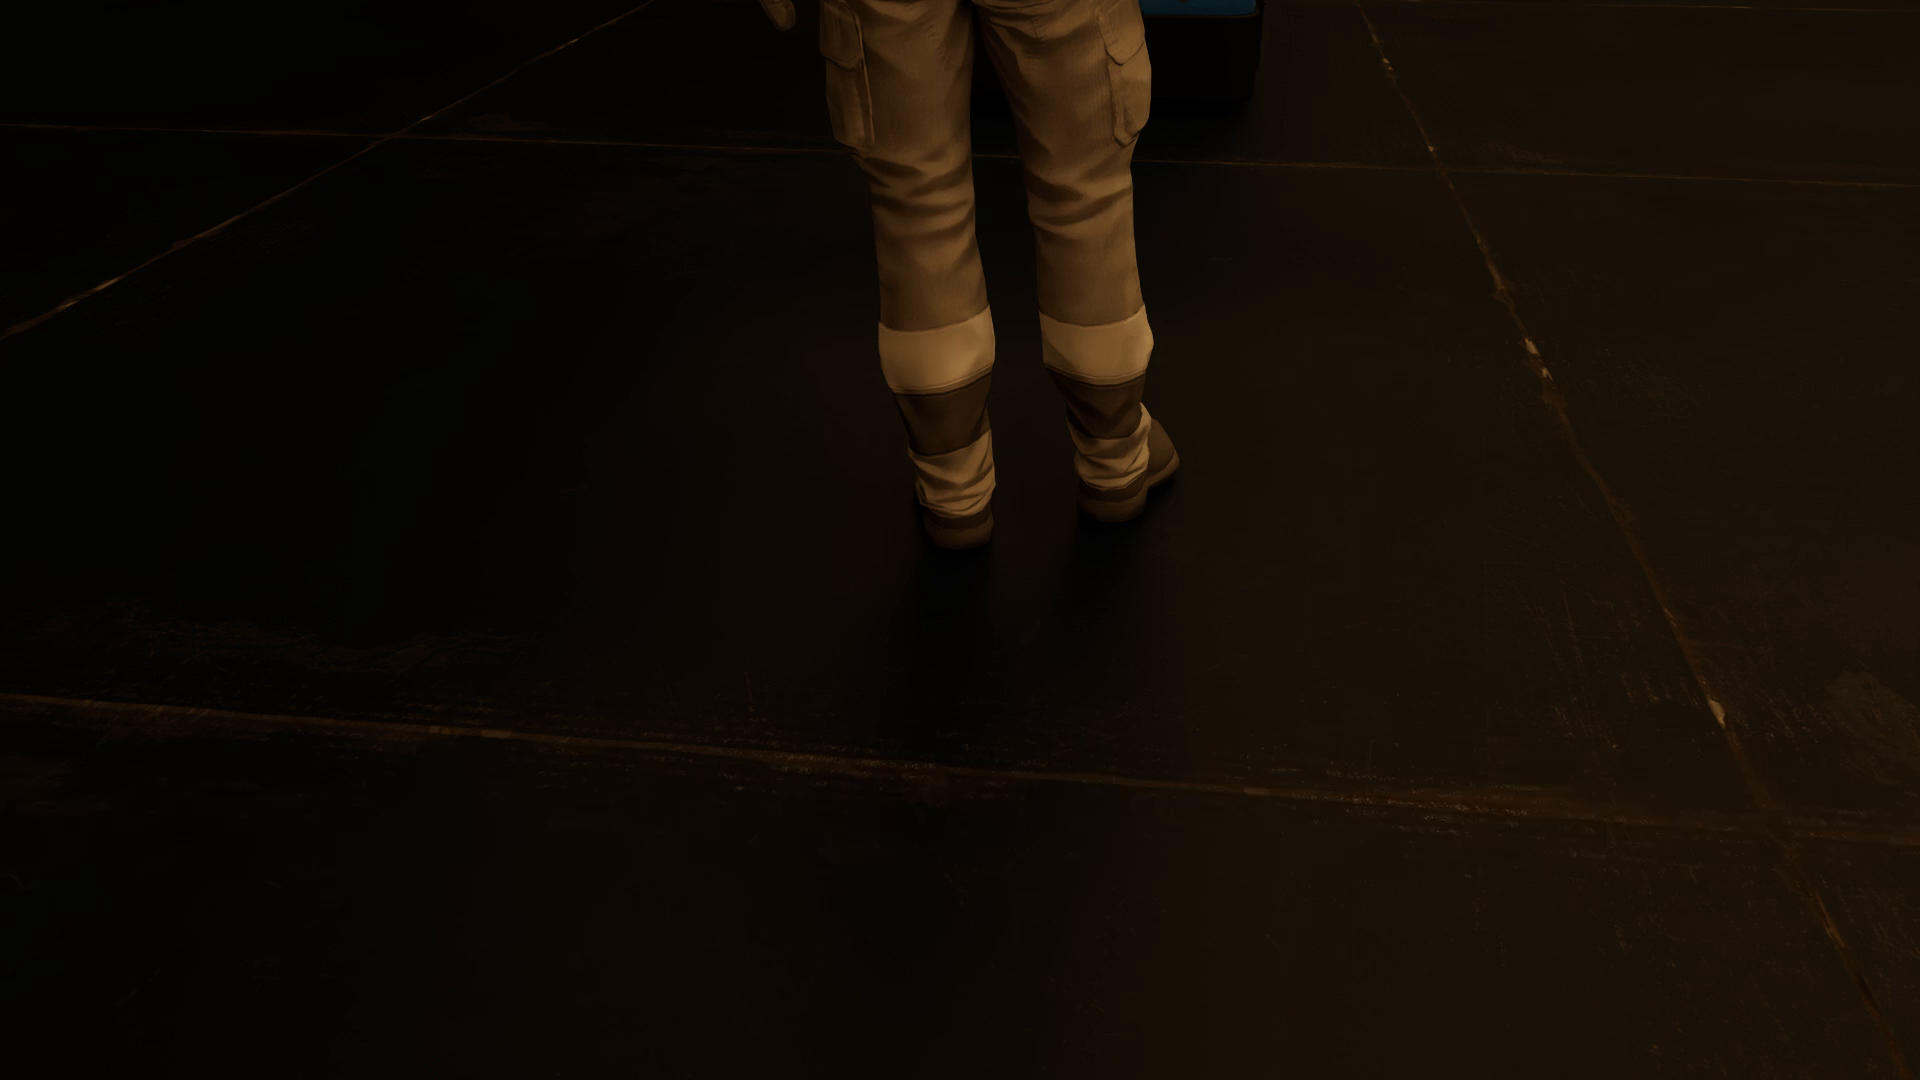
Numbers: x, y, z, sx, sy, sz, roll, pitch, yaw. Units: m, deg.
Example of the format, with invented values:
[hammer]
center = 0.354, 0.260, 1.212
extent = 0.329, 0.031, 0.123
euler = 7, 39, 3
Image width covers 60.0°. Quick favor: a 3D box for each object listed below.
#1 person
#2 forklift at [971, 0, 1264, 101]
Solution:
[person]
center = 0.023, -0.842, 2.167
extent = 0.637, 1.787, 0.564
euler = 3, 27, 7
[forklift]
center = 0.515, -3.259, 5.750
extent = 1.130, 2.935, 3.031
euler = 3, 27, 5
